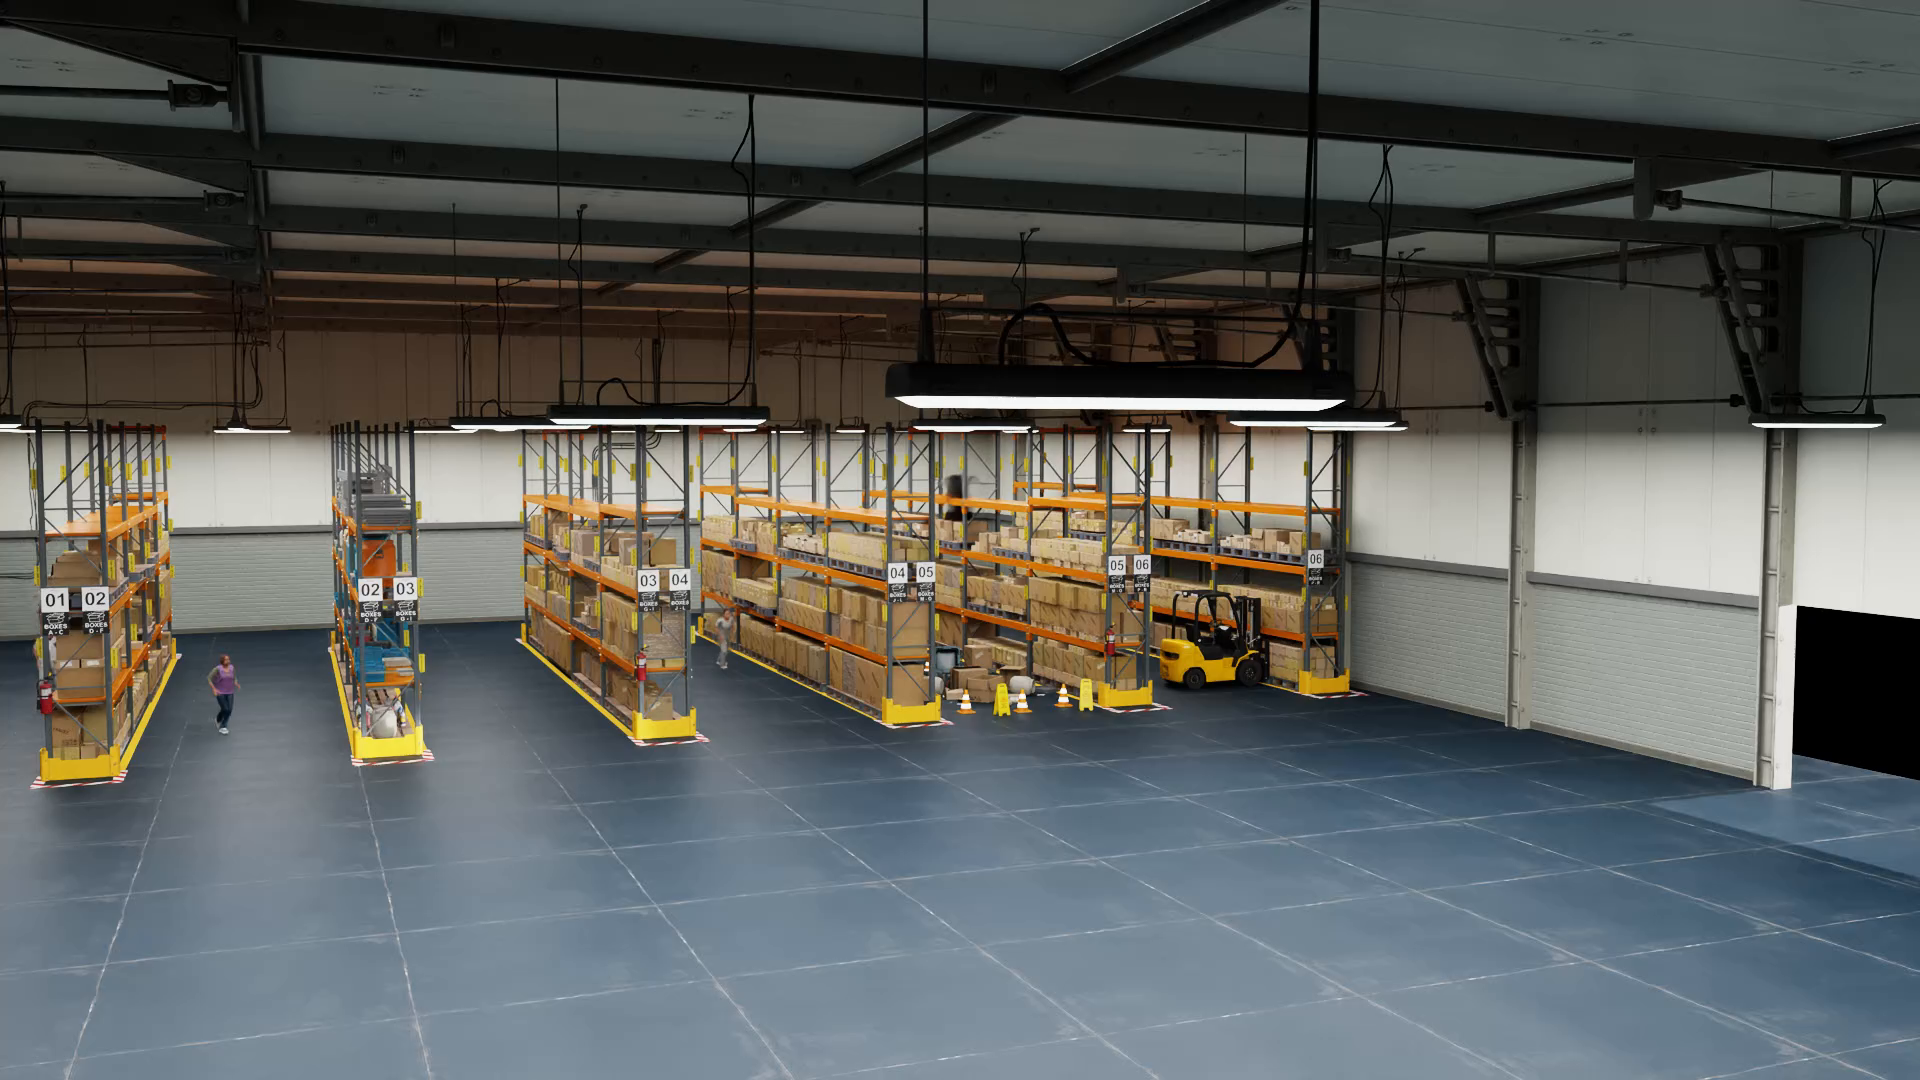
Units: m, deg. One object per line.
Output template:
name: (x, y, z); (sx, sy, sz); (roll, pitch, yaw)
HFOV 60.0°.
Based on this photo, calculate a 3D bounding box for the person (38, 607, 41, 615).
person: (-23.511, 2.187, 42.955); (0.590, 1.703, 0.792); (0, 4, -7)

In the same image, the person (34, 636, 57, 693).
person: (-19.224, 2.682, 35.130); (0.578, 1.818, 0.836); (-2, 4, -29)

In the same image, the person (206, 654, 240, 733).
person: (-14.122, 2.956, 31.910); (0.612, 1.543, 0.549); (3, 5, 43)

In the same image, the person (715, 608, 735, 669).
person: (-5.823, 2.403, 40.929); (0.620, 1.532, 0.812); (-4, 5, -45)
